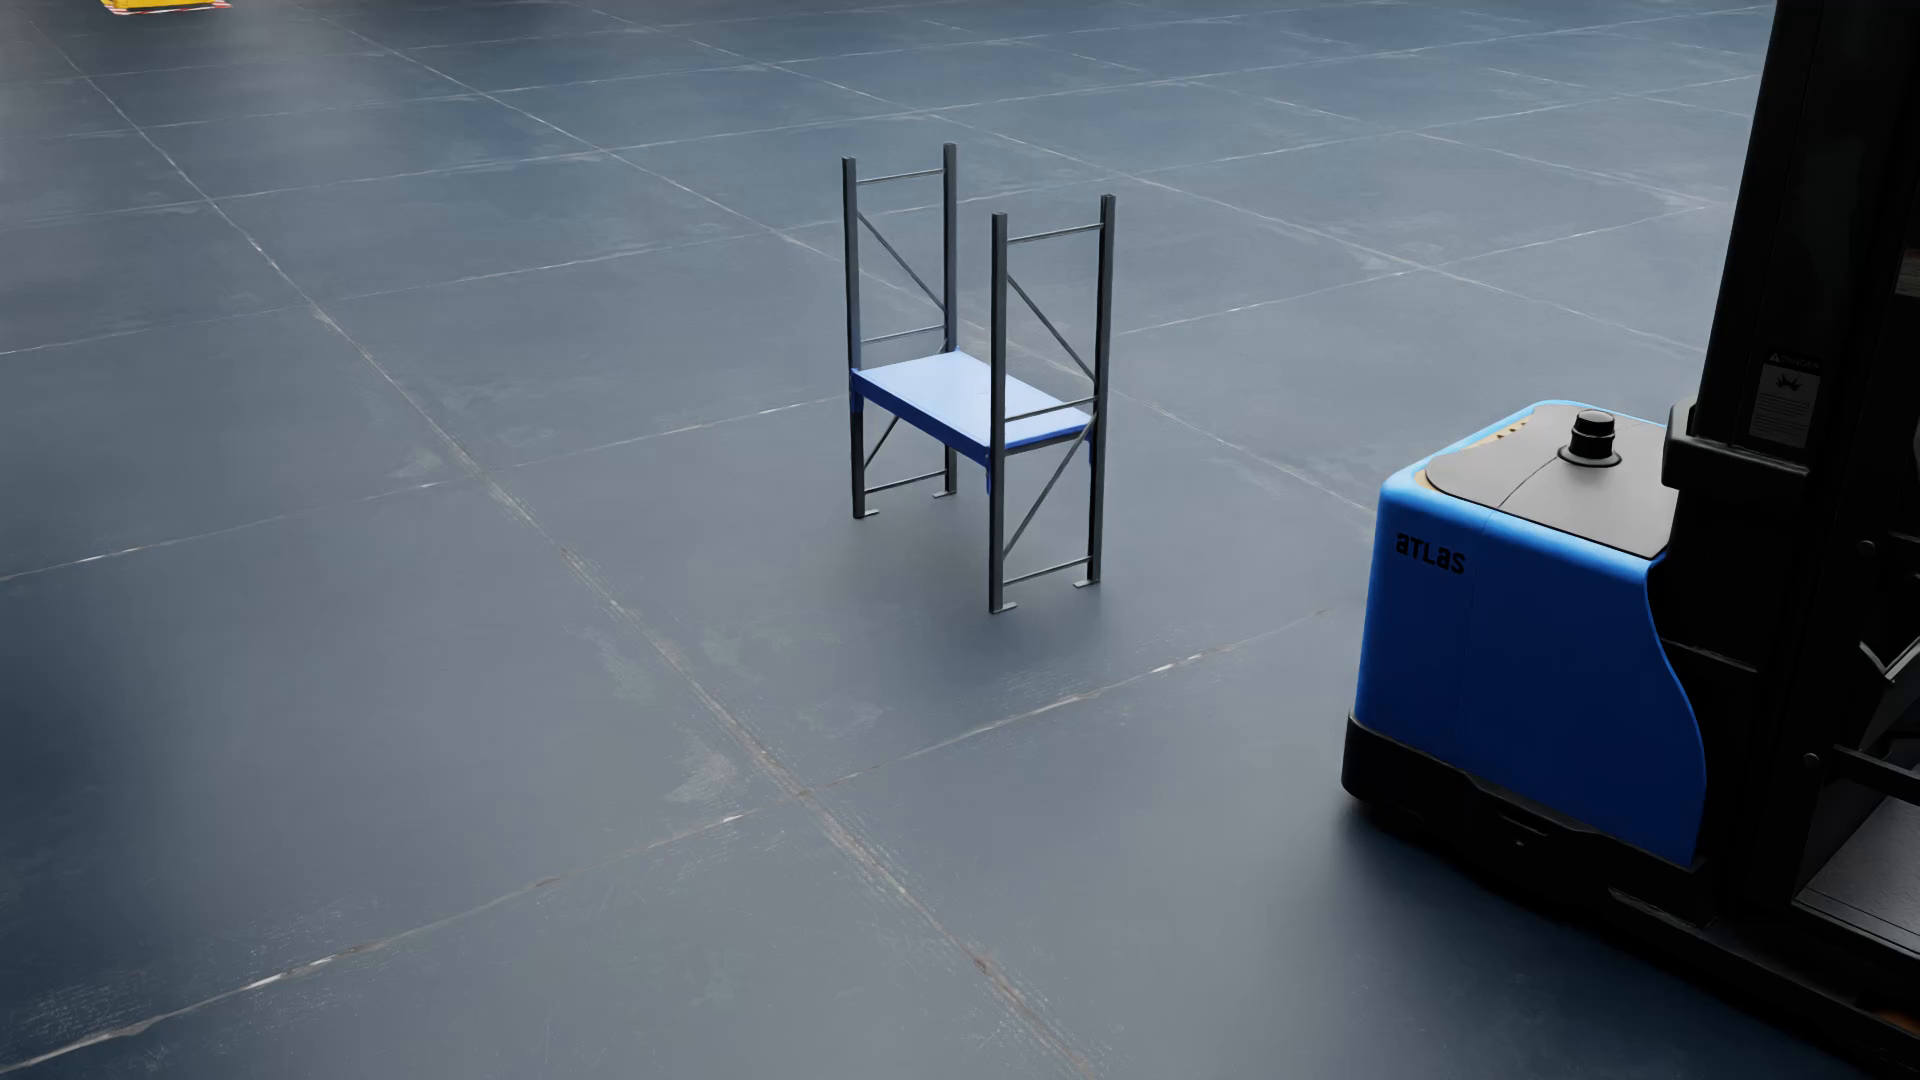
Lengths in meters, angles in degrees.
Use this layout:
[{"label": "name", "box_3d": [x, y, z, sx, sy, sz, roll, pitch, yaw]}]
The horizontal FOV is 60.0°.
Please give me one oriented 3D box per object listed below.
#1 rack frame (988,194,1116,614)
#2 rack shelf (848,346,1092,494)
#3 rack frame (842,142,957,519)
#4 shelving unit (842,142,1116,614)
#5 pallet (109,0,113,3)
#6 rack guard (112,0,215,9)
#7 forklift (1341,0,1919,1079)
[{"label": "rack frame", "box_3d": [0.324, -0.466, 5.980, 0.500, 1.500, 0.032, -16, 29, -30]}, {"label": "rack shelf", "box_3d": [0.047, -0.485, 6.442, 0.538, 0.185, 1.000, -16, 29, -30]}, {"label": "rack frame", "box_3d": [-0.231, -0.830, 6.750, 0.500, 1.500, 0.032, -16, 29, -30]}, {"label": "shelving unit", "box_3d": [0.047, -0.648, 6.365, 0.538, 1.500, 1.048, -16, 29, -30]}, {"label": "pallet", "box_3d": [-10.644, -7.226, 21.810, 1.003, 0.211, 1.213, -16, 29, -30]}, {"label": "rack guard", "box_3d": [-10.178, -7.085, 21.172, 1.175, 0.500, 0.348, -16, 29, -30]}, {"label": "forklift", "box_3d": [2.543, -0.219, 3.781, 1.130, 2.935, 3.031, -23, 33, -39]}]
